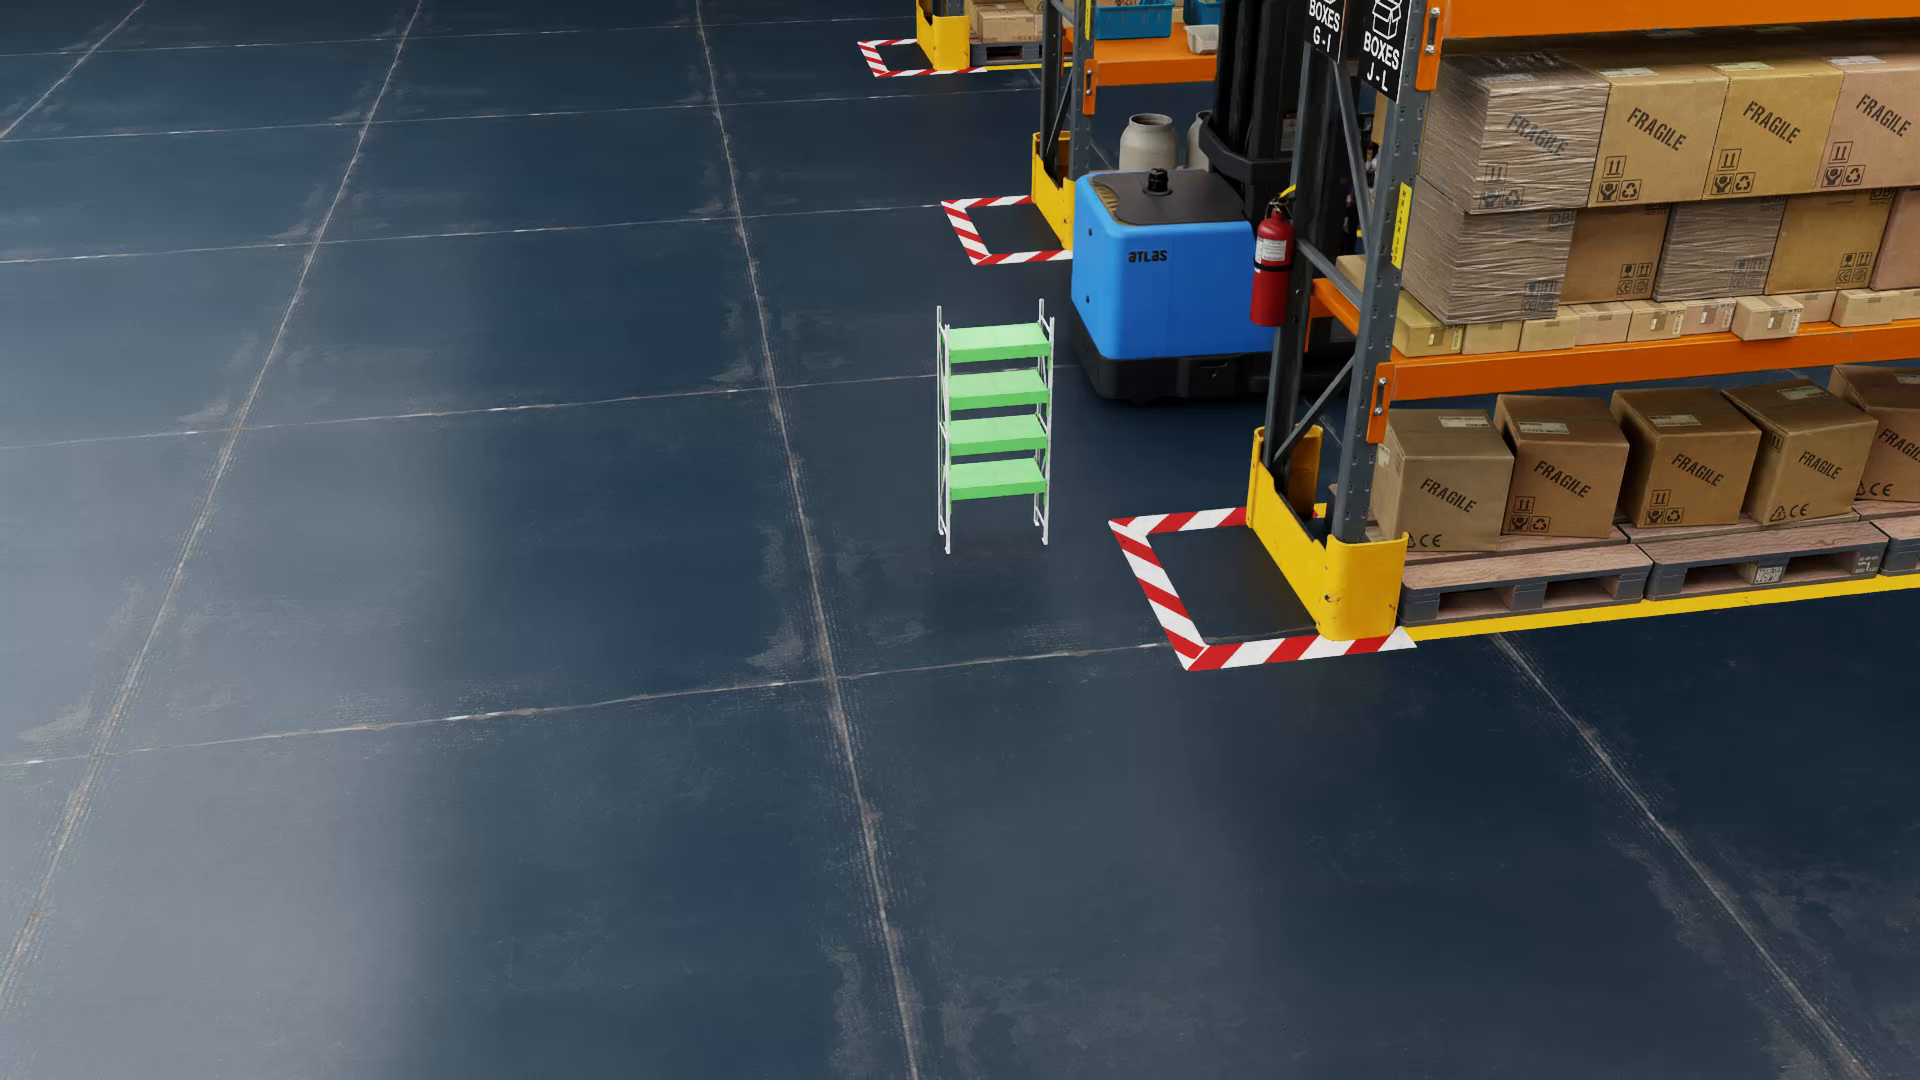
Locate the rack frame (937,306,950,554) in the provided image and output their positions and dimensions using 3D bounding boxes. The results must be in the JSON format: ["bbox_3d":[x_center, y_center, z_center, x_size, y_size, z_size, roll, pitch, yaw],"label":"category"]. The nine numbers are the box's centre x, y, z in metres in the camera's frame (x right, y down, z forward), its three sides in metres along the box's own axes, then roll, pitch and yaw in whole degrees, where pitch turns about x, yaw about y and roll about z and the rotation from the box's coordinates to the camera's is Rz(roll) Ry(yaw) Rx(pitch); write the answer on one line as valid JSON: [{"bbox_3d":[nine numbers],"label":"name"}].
[{"bbox_3d":[-0.077,-0.510,7.934,0.015,1.200,0.240,-5,31,-9],"label":"rack frame"}]

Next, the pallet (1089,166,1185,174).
[{"bbox_3d":[1.608,-2.501,12.296,1.213,0.211,1.003,-5,31,-9],"label":"pallet"}]

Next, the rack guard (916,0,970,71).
[{"bbox_3d":[-0.170,-4.992,16.246,0.348,0.500,1.175,-5,31,-9],"label":"rack guard"}]

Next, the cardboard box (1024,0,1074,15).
[{"bbox_3d":[0.912,-5.375,15.991,0.500,0.500,0.500,-5,31,-9],"label":"cardboard box"}]

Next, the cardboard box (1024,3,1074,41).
[{"bbox_3d":[0.912,-5.053,16.182,0.500,0.250,0.500,-5,31,-9],"label":"cardboard box"}]

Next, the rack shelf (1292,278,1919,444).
[{"bbox_3d":[3.601,-1.005,7.709,4.000,0.370,1.077,-5,31,-9],"label":"rack shelf"}]

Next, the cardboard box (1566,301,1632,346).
[{"bbox_3d":[2.697,-0.993,7.227,0.250,0.149,0.380,-5,31,-9],"label":"cardboard box"}]

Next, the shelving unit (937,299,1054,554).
[{"bbox_3d":[0.163,-0.532,7.972,0.503,1.200,0.258,-5,31,-9],"label":"shelving unit"}]

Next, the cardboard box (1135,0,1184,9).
[{"bbox_3d":[1.897,-5.464,16.142,0.500,0.500,0.500,-5,31,-9],"label":"cardboard box"}]

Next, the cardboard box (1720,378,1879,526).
[{"bbox_3d":[4.009,-0.432,8.078,0.500,0.500,0.500,-8,31,-13],"label":"cardboard box"}]

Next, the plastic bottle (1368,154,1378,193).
[{"bbox_3d":[3.017,-2.666,12.082,0.097,0.271,0.097,0,30,0],"label":"plastic bottle"}]

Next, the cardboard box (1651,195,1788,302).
[{"bbox_3d":[3.150,-1.470,7.398,0.500,0.500,0.875,-5,31,-9],"label":"cardboard box"}]

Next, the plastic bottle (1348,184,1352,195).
[{"bbox_3d":[2.807,-2.642,12.030,0.133,0.283,0.061,-5,31,-8],"label":"plastic bottle"}]

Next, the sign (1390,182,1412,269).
[{"bbox_3d":[1.732,-1.235,6.537,0.005,0.325,0.100,-5,31,-9],"label":"sign"}]

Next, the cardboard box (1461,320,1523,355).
[{"bbox_3d":[2.207,-0.944,7.144,0.250,0.149,0.380,-5,31,-9],"label":"cardboard box"}]

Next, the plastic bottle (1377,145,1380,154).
[{"bbox_3d":[3.255,-2.988,12.625,0.135,0.276,0.152,-5,31,-9],"label":"plastic bottle"}]

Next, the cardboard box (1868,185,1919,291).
[{"bbox_3d":[4.143,-1.534,7.508,0.500,0.500,0.875,-5,31,-9],"label":"cardboard box"}]

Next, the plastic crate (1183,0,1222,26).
[{"bbox_3d":[1.820,-3.789,11.881,0.408,0.251,0.499,-5,31,-9],"label":"plastic crate"}]

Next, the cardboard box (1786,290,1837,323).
[{"bbox_3d":[3.672,-1.109,7.424,0.250,0.149,0.380,-5,31,-9],"label":"cardboard box"}]

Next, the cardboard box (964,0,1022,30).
[{"bbox_3d":[0.328,-5.264,16.541,0.500,0.250,0.500,-5,31,-9],"label":"cardboard box"}]

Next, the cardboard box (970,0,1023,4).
[{"bbox_3d":[0.327,-5.588,16.353,0.500,0.500,0.500,-5,31,-9],"label":"cardboard box"}]

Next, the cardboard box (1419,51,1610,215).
[{"bbox_3d":[2.224,-1.649,6.716,0.500,0.500,0.500,-5,31,-9],"label":"cardboard box"}]

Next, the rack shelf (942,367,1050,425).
[{"bbox_3d":[0.163,-0.684,7.882,0.480,0.148,0.258,-5,31,-9],"label":"rack shelf"}]

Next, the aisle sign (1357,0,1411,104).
[{"bbox_3d":[1.627,-2.098,6.293,0.004,0.787,0.394,-5,31,-9],"label":"aisle sign"}]

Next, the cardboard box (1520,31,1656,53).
[{"bbox_3d":[2.621,-1.956,7.239,0.500,0.500,0.500,-5,31,-9],"label":"cardboard box"}]

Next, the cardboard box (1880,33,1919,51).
[{"bbox_3d":[4.192,-1.830,7.024,0.500,0.500,0.500,-5,31,-9],"label":"cardboard box"}]

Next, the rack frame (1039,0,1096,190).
[{"bbox_3d":[0.742,-3.602,11.416,0.127,3.000,1.000,-5,31,-9],"label":"rack frame"}]

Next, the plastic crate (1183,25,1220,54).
[{"bbox_3d":[1.680,-3.409,11.349,0.250,0.136,0.298,-5,31,-9],"label":"plastic crate"}]

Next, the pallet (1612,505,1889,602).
[{"bbox_3d":[3.712,-0.103,8.217,1.213,0.211,1.003,-5,31,-9],"label":"pallet"}]

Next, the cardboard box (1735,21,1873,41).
[{"bbox_3d":[3.607,-2.042,7.386,0.500,0.500,0.500,-5,31,-9],"label":"cardboard box"}]

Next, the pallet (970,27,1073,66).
[{"bbox_3d":[0.598,-4.960,16.478,1.213,0.211,1.003,-5,31,-9],"label":"pallet"}]

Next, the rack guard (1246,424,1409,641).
[{"bbox_3d":[1.709,-0.062,7.862,0.348,0.500,1.175,-5,31,-9],"label":"rack guard"}]

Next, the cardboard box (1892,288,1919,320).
[{"bbox_3d":[4.172,-1.133,7.466,0.250,0.149,0.380,-5,31,-9],"label":"cardboard box"}]

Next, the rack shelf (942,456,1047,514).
[{"bbox_3d":[0.163,-0.270,8.126,0.480,0.148,0.258,-5,31,-9],"label":"rack shelf"}]

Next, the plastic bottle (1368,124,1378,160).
[{"bbox_3d":[3.204,-3.092,12.728,0.185,0.351,0.144,-6,31,-9],"label":"plastic bottle"}]

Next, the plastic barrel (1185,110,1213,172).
[{"bbox_3d":[1.868,-2.854,12.185,0.421,0.512,0.421,0,30,0],"label":"plastic barrel"}]

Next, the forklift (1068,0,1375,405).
[{"bbox_3d":[2.225,-2.365,9.381,3.031,2.935,1.130,-4,31,-7],"label":"forklift"}]

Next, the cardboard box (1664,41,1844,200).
[{"bbox_3d":[3.209,-1.737,6.867,0.500,0.500,0.500,-5,31,-9],"label":"cardboard box"}]

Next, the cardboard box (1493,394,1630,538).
[{"bbox_3d":[2.833,-0.356,7.948,0.500,0.500,0.500,2,31,4],"label":"cardboard box"}]

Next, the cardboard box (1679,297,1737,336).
[{"bbox_3d":[3.186,-1.048,7.322,0.250,0.149,0.380,-5,31,-9],"label":"cardboard box"}]

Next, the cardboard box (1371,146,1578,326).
[{"bbox_3d":[2.180,-1.340,7.178,0.500,0.500,0.875,-5,31,-9],"label":"cardboard box"}]

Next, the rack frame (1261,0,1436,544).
[{"bbox_3d":[1.634,-1.132,7.216,0.127,3.000,1.000,-5,31,-9],"label":"rack frame"}]
